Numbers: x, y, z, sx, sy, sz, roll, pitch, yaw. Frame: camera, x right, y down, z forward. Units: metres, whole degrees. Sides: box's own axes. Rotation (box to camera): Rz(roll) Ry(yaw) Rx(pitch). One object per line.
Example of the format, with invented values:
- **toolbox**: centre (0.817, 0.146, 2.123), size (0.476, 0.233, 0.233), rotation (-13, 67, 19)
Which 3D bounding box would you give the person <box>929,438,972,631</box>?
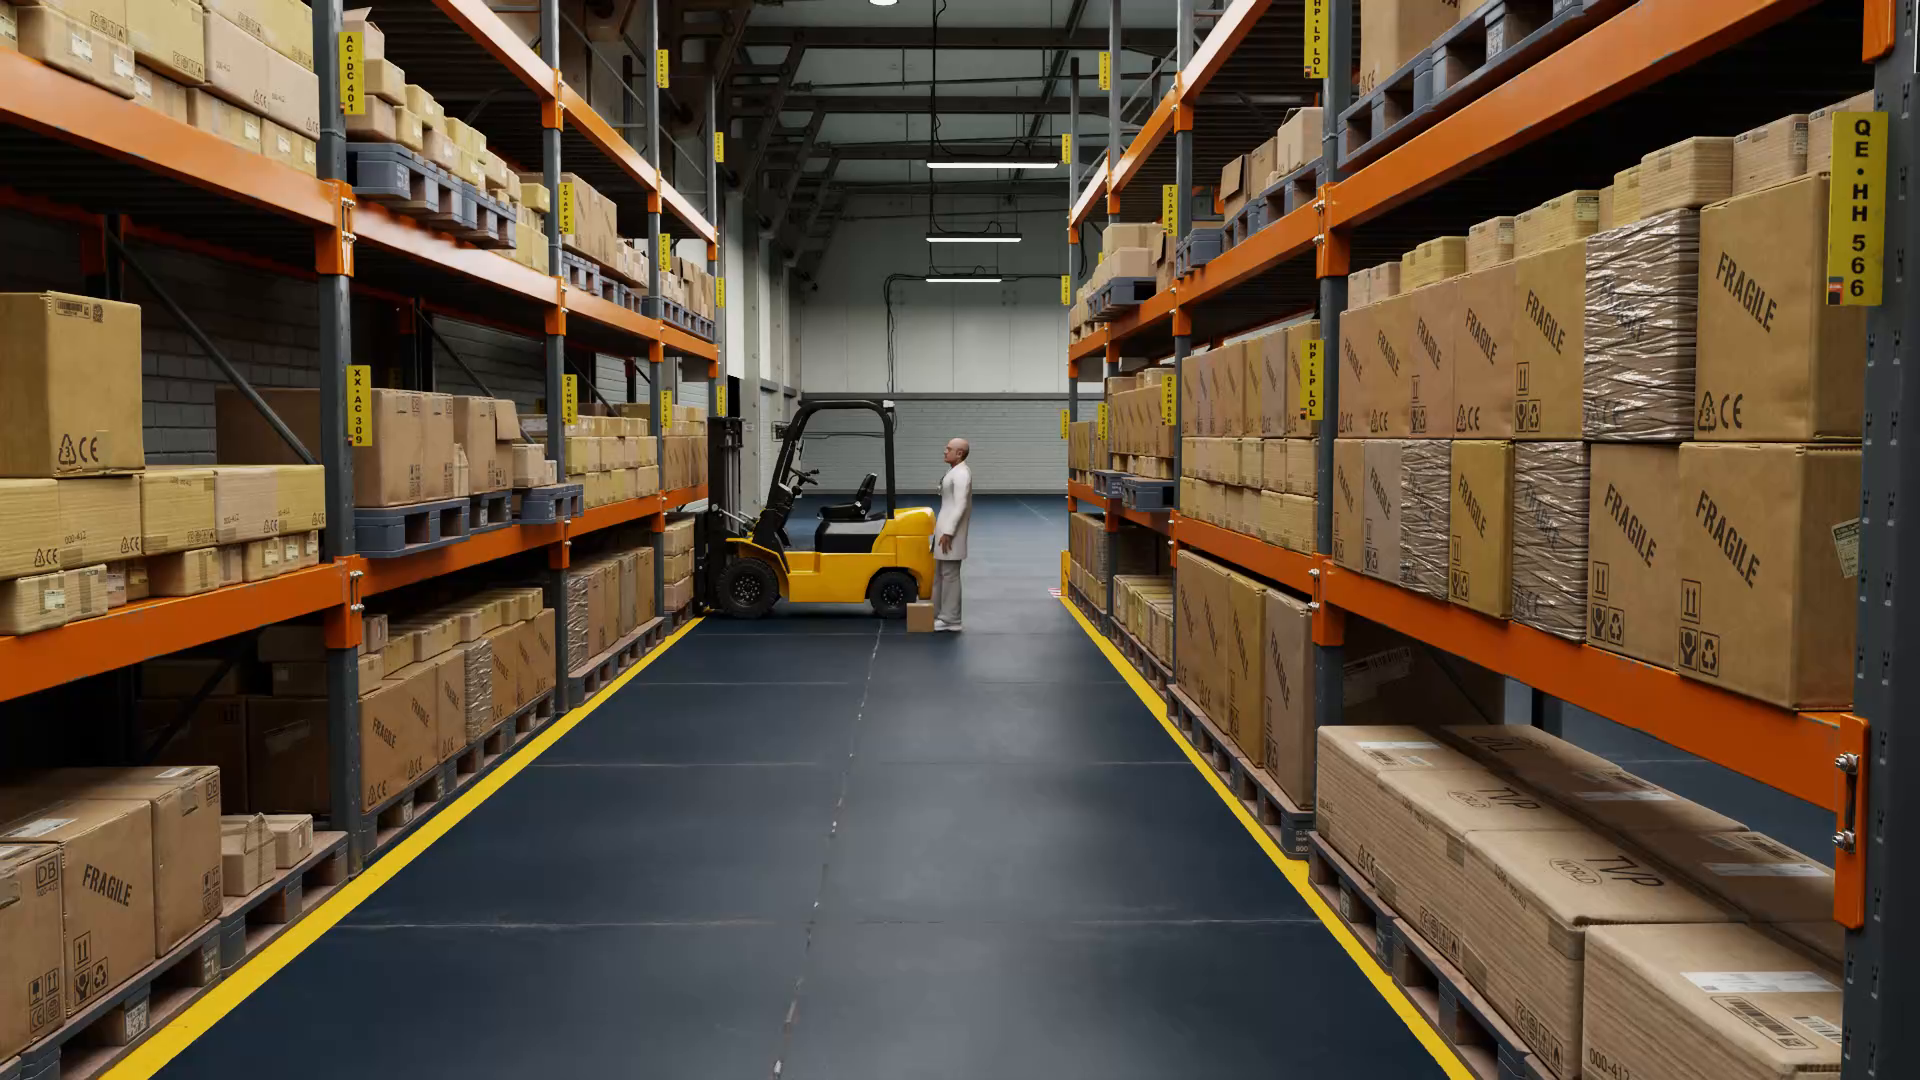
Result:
- **person**: centre (-0.175, -0.052, 15.365), size (0.582, 1.776, 0.695), rotation (0, 4, -1)
